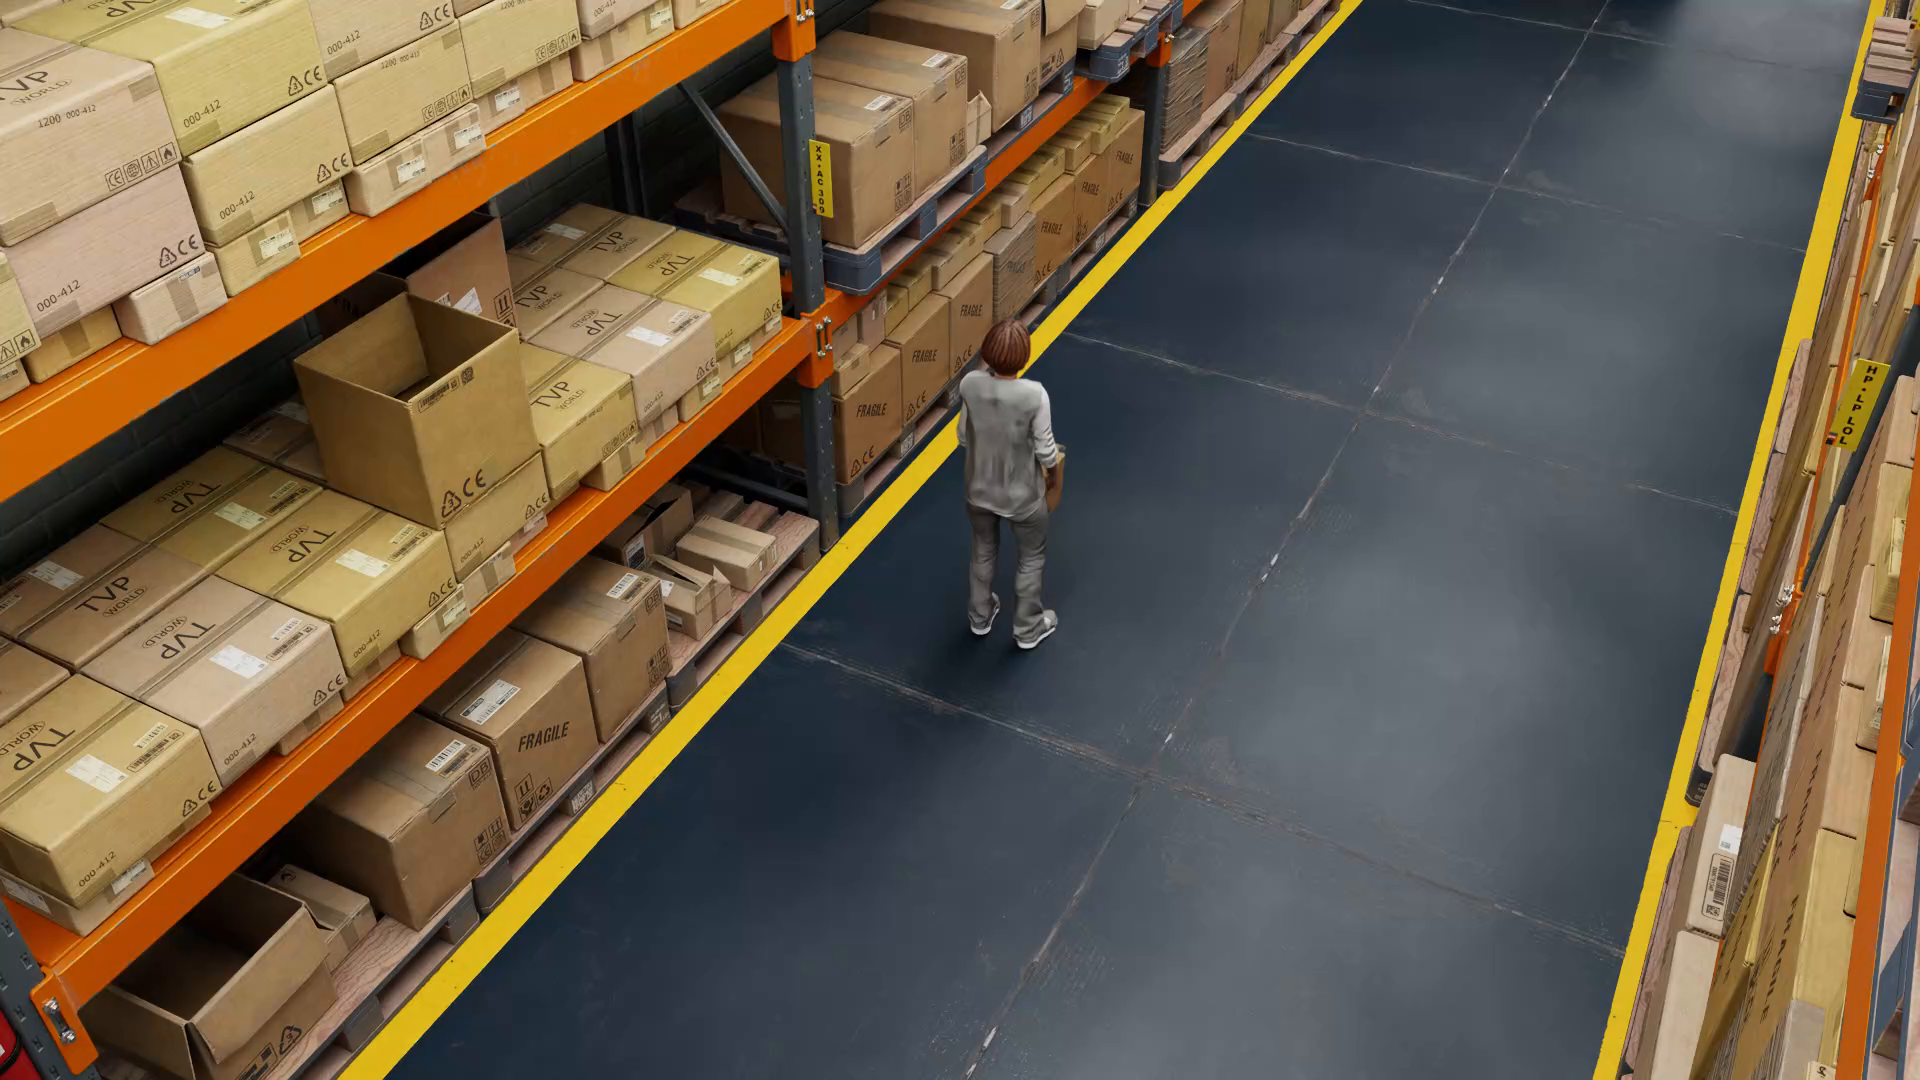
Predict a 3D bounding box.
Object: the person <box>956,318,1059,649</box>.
[{"bbox_3d":[0.199,-0.227,7.034,0.446,1.601,0.359,15,41,18],"label":"person"}]
